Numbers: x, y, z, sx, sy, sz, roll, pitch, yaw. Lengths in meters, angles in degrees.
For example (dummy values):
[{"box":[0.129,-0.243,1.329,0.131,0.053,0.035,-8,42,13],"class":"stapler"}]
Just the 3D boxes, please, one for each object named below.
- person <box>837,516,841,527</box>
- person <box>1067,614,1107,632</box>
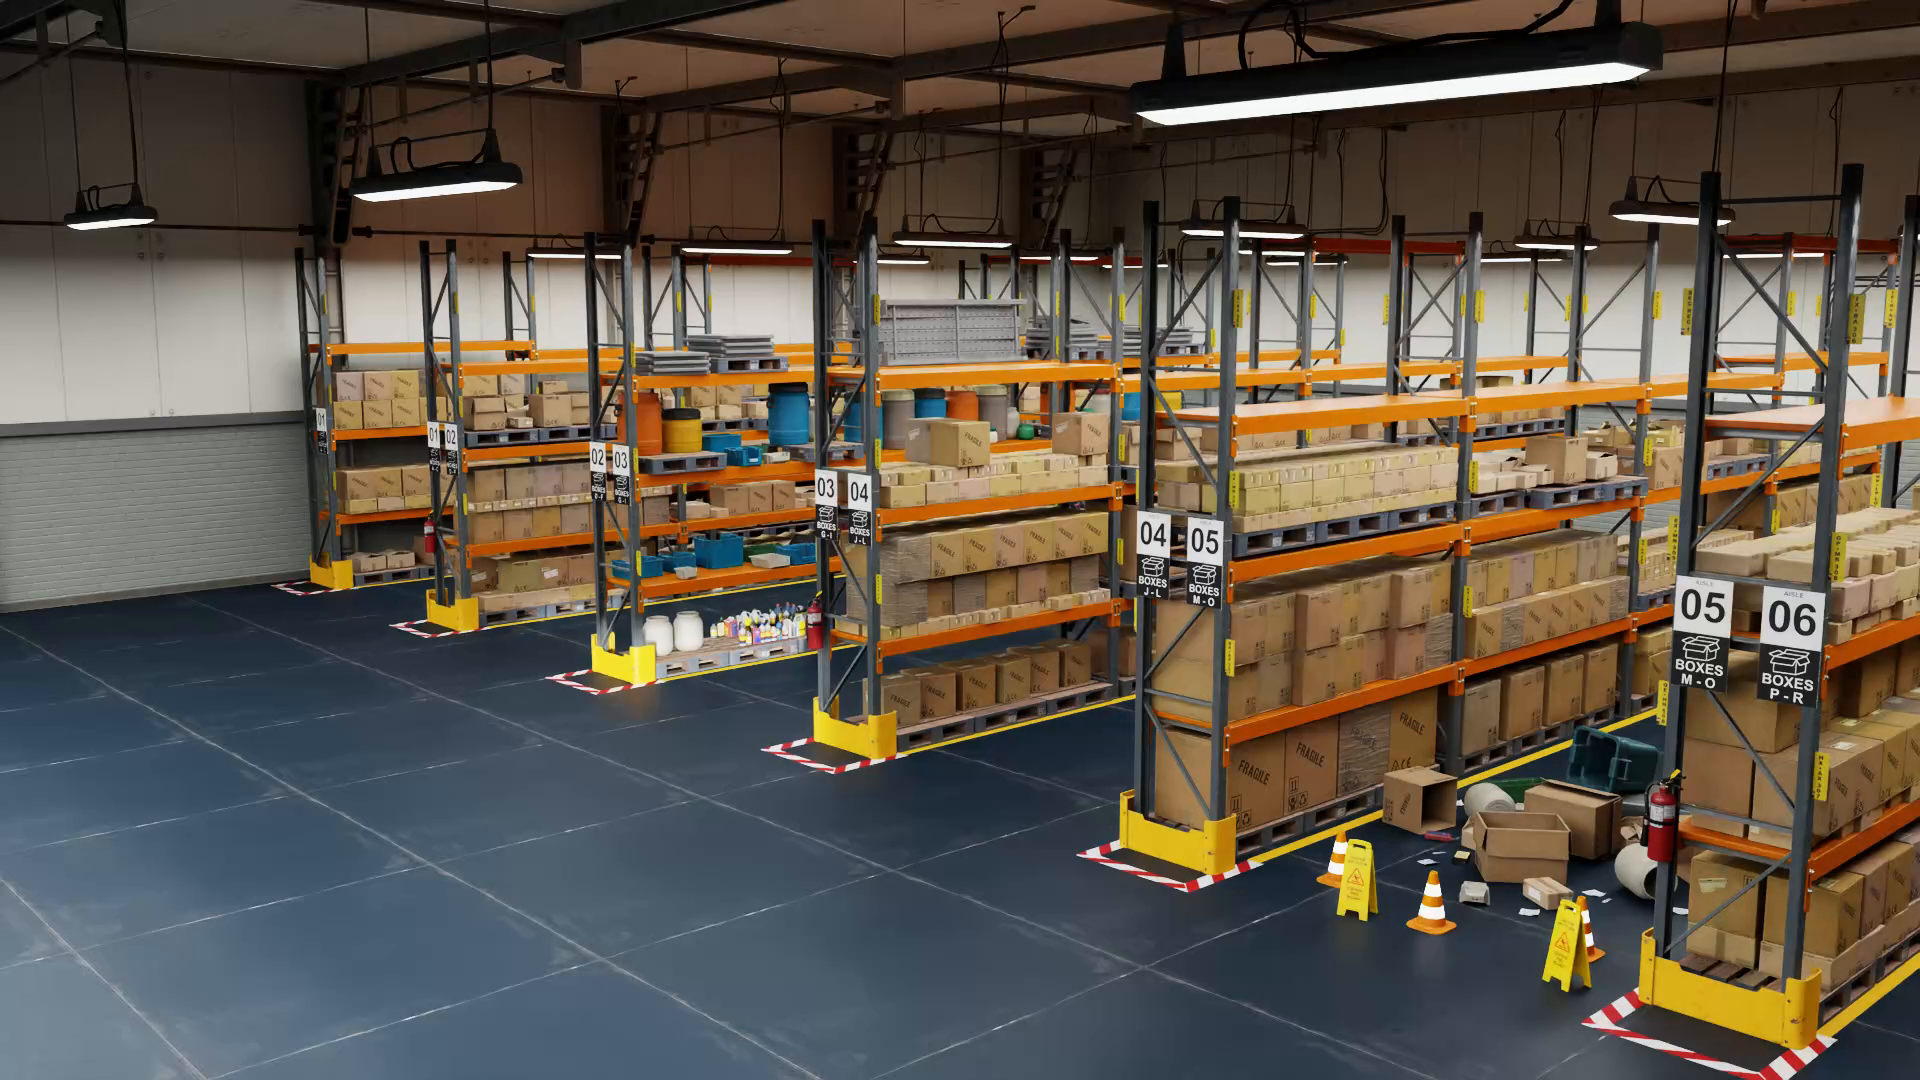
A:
[{"box":[-2.552,-0.522,33.346,0.366,1.599,0.476,6,10,34],"class":"person"},{"box":[1.858,0.508,24.107,0.658,1.700,0.883,-3,9,-20],"class":"person"}]
